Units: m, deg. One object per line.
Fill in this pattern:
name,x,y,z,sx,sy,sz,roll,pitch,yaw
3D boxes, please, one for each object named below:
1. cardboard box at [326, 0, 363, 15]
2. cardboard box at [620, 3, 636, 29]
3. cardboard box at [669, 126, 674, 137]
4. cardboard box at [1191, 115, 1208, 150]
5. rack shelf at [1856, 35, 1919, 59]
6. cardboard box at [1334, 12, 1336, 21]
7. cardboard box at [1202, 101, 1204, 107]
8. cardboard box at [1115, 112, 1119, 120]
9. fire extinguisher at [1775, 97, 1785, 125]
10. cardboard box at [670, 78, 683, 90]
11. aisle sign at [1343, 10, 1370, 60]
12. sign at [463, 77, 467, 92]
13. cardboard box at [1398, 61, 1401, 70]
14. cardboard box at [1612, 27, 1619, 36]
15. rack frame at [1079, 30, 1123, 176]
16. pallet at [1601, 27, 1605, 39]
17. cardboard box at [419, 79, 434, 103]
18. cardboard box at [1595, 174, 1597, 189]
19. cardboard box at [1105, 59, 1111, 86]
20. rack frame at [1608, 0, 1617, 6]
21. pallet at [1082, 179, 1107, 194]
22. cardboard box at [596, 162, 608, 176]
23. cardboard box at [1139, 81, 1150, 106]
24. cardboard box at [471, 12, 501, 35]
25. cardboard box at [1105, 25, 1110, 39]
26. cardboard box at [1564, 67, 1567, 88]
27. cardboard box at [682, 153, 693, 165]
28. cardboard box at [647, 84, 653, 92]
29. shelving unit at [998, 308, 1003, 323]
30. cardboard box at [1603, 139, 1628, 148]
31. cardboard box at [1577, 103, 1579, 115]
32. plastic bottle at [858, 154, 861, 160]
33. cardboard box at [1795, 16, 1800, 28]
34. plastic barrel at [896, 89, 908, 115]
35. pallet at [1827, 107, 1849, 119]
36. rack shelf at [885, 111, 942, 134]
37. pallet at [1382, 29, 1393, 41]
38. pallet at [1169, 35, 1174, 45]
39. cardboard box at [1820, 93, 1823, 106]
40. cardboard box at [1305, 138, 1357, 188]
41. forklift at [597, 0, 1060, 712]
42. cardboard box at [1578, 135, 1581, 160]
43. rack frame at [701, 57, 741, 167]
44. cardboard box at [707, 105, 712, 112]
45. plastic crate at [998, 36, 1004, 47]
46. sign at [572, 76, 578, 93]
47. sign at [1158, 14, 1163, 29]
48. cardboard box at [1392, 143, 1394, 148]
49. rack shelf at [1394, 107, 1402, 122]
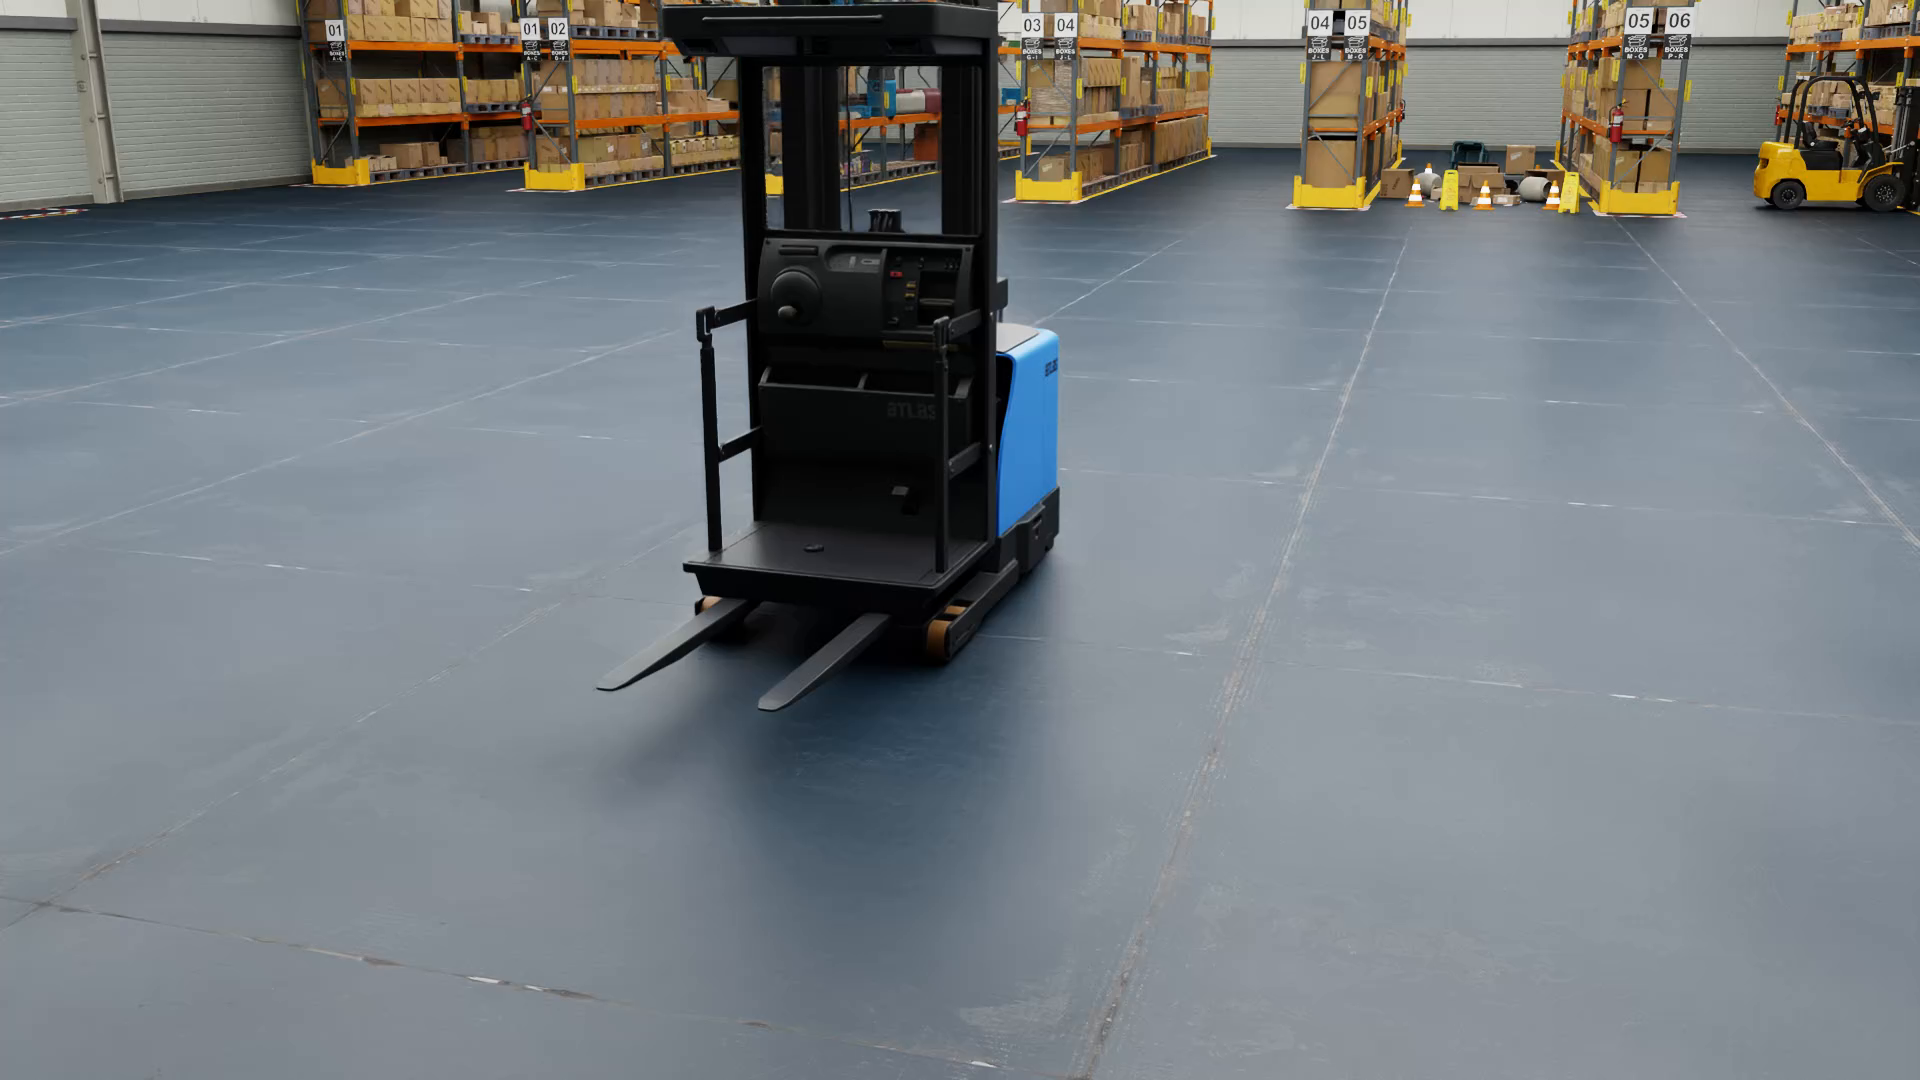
cardboard box,-12.331,-10.778,33.283,0.500,0.500,0.500,3,16,12
cardboard box,-7.182,-11.027,35.002,0.500,0.500,0.500,6,17,20
cardboard box,-8.514,-11.446,46.999,0.700,0.500,0.500,4,16,14
cardboard box,6.016,-10.754,43.872,0.875,0.875,0.875,5,16,16
rack shelf,17.540,-9.076,30.653,1.077,0.370,4.000,5,16,16
cardboard box,6.287,-9.036,28.699,0.380,0.149,0.250,5,17,16
cardboard box,6.118,-11.309,43.164,0.380,0.149,0.250,5,17,17
cardboard box,2.931,-8.409,32.938,0.380,0.149,0.250,5,16,16
fire extinguisher,19.981,-10.453,40.512,0.296,0.674,0.183,5,16,16
cardboard box,-8.458,-12.719,47.126,0.980,0.700,0.700,4,16,15
aisle sign,6.568,-8.360,27.542,0.394,0.787,0.004,5,16,16
sign,-11.014,-10.137,36.986,0.100,0.325,0.005,5,16,16
cardboard box,10.378,-11.328,40.210,0.500,0.500,0.500,5,17,17
cardboard box,11.302,-8.636,28.243,0.380,0.149,0.250,4,16,15
rack frame,2.710,-8.608,33.183,1.000,3.000,0.127,5,16,16
pallet,12.489,-9.346,30.630,1.213,0.211,1.003,5,16,16
cardboard box,-11.664,-9.649,35.717,0.500,0.500,0.500,4,16,14
cardboard box,11.496,-6.306,29.335,0.500,0.250,0.500,4,16,15
cardboard box,2.563,-8.880,31.579,0.500,0.500,0.500,5,16,16
rack frame,12.212,-10.726,29.655,1.000,3.000,0.127,5,16,16
pallet,2.209,-6.768,31.805,1.003,0.211,1.213,5,16,16
cardboard box,-7.419,-7.465,33.419,0.500,0.250,0.500,5,16,16
cardboard box,3.669,-9.607,35.750,0.700,0.500,0.500,7,17,24
cardboard box,-10.954,-11.914,38.385,0.500,0.500,0.500,4,16,14
cardboard box,2.533,-9.570,31.351,0.500,0.250,0.500,5,16,15
cardboard box,15.213,-11.405,41.027,0.500,0.500,0.500,4,16,15
cardboard box,-6.288,-8.477,36.988,0.500,0.250,0.500,5,17,17
cardboard box,-6.730,-9.586,35.255,0.380,0.149,0.250,4,16,15
shelving unit,0.069,-0.633,8.362,0.258,1.200,0.189,5,17,18
cardboard box,11.167,-6.742,28.309,0.380,0.149,0.250,5,17,17
cardboard box,13.532,-9.232,35.656,0.500,0.250,0.500,4,16,15
plastic bottle,-2.083,-7.750,34.205,0.144,0.351,0.185,5,16,16
cardboard box,19.853,-12.122,38.886,0.500,0.250,0.500,5,16,15
plastic barrel,-1.348,-9.483,36.017,0.433,0.535,0.433,0,16,0
pallet,18.234,-8.593,33.480,1.213,0.211,1.003,5,16,16
rack shelf,-1.470,-9.170,36.480,1.077,0.370,4.000,5,16,16
pallet,8.127,-10.131,33.399,1.003,0.211,1.213,5,17,18
pallet,4.294,-11.473,38.129,1.003,0.211,1.213,5,17,18
cardboard box,18.483,-9.353,35.283,0.396,0.266,0.258,5,17,19
cardboard box,6.430,-6.513,28.920,0.875,0.875,0.875,5,17,16
forklift,-0.459,-1.050,6.660,1.130,2.935,3.031,5,17,18
cardboard box,14.137,-8.708,36.656,0.875,0.875,0.875,5,17,17
rack frame,-5.650,-10.424,39.584,1.000,3.000,0.127,5,16,16
cardboard box,-5.958,-9.965,38.427,0.380,0.149,0.250,6,17,20
plastic crate,0.851,-12.769,42.595,0.497,0.269,0.590,5,16,16
sign,-7.393,-8.741,31.919,0.100,0.325,0.005,5,16,16
sign,4.367,-11.304,36.242,0.100,0.325,0.005,5,16,16
cardboard box,10.454,-9.675,40.854,0.380,0.149,0.250,4,16,15
rack shelf,10.279,-10.468,41.055,1.077,0.370,4.000,5,16,16
